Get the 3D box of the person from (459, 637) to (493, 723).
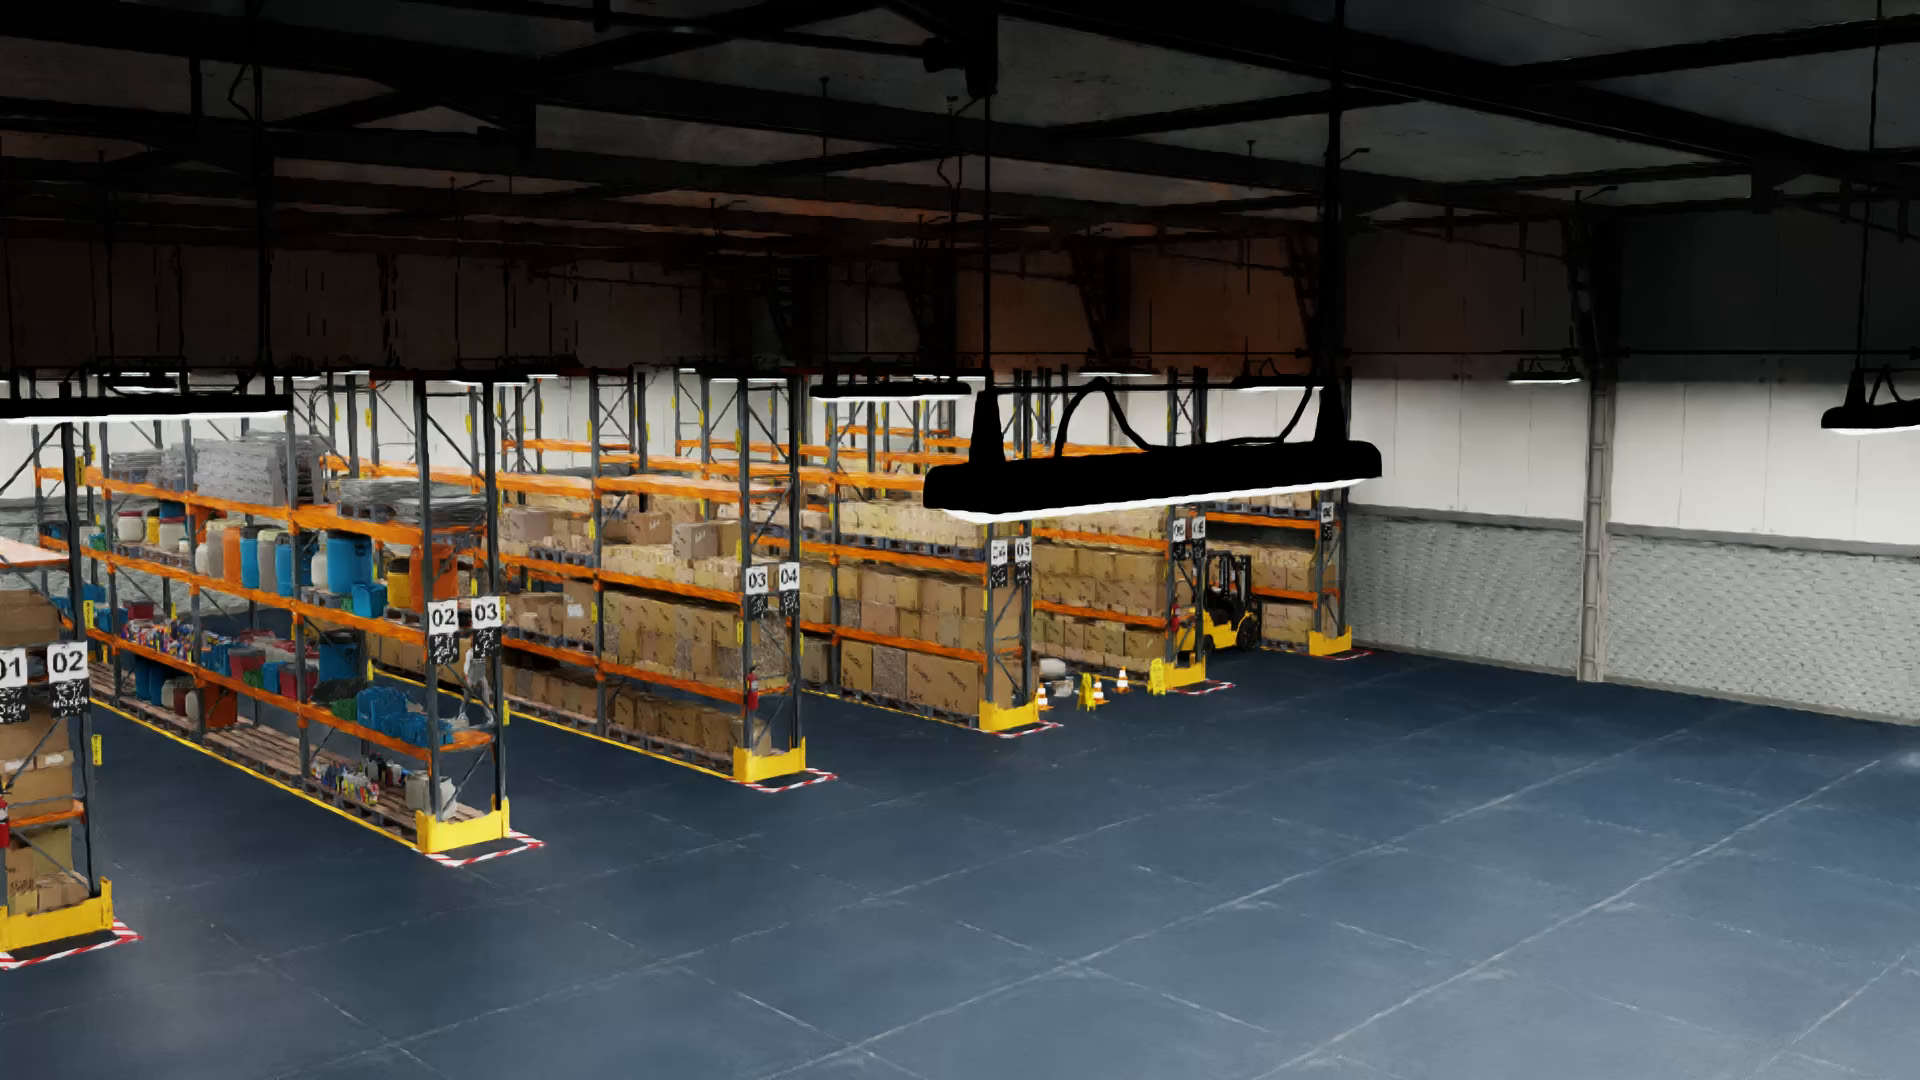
[{"bbox_3d":[-8.272,2.364,28.384,0.417,1.517,1.036,-6,9,-41],"label":"person"}]
